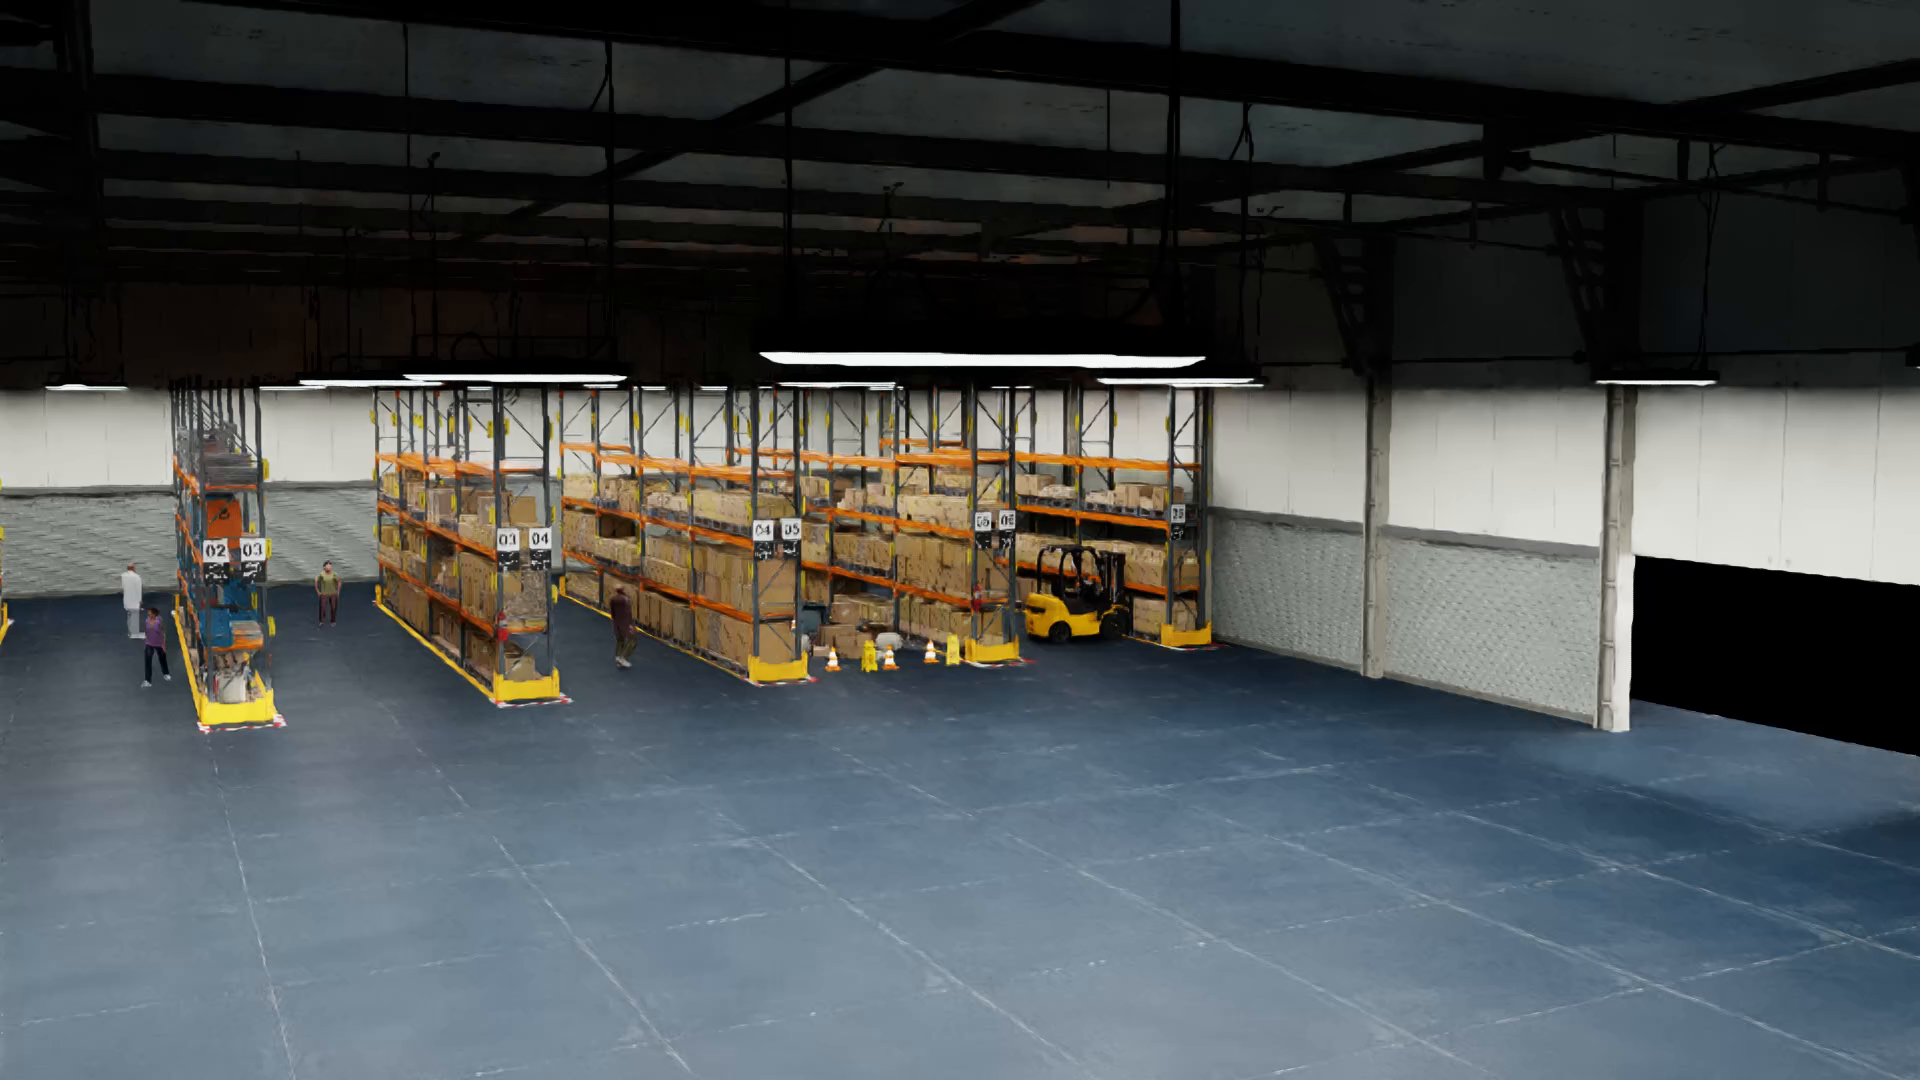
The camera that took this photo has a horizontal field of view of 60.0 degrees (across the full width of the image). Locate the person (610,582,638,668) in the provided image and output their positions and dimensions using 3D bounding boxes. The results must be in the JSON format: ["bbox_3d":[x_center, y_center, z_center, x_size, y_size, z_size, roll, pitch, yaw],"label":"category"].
[{"bbox_3d":[-7.001,1.767,34.521,0.628,1.773,0.515,3,6,34],"label":"person"}]

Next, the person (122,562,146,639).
[{"bbox_3d":[-19.167,1.384,38.631,0.640,1.788,0.504,3,6,32],"label":"person"}]

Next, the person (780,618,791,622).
[{"bbox_3d":[-4.460,1.224,41.257,0.549,1.639,0.581,0,5,0],"label":"person"}]

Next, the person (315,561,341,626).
[{"bbox_3d":[-15.462,1.306,40.683,0.598,1.619,0.507,-3,6,-28],"label":"person"}]

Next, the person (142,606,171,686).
[{"bbox_3d":[-15.735,2.048,32.565,0.423,1.556,0.852,-1,5,-8],"label":"person"}]
